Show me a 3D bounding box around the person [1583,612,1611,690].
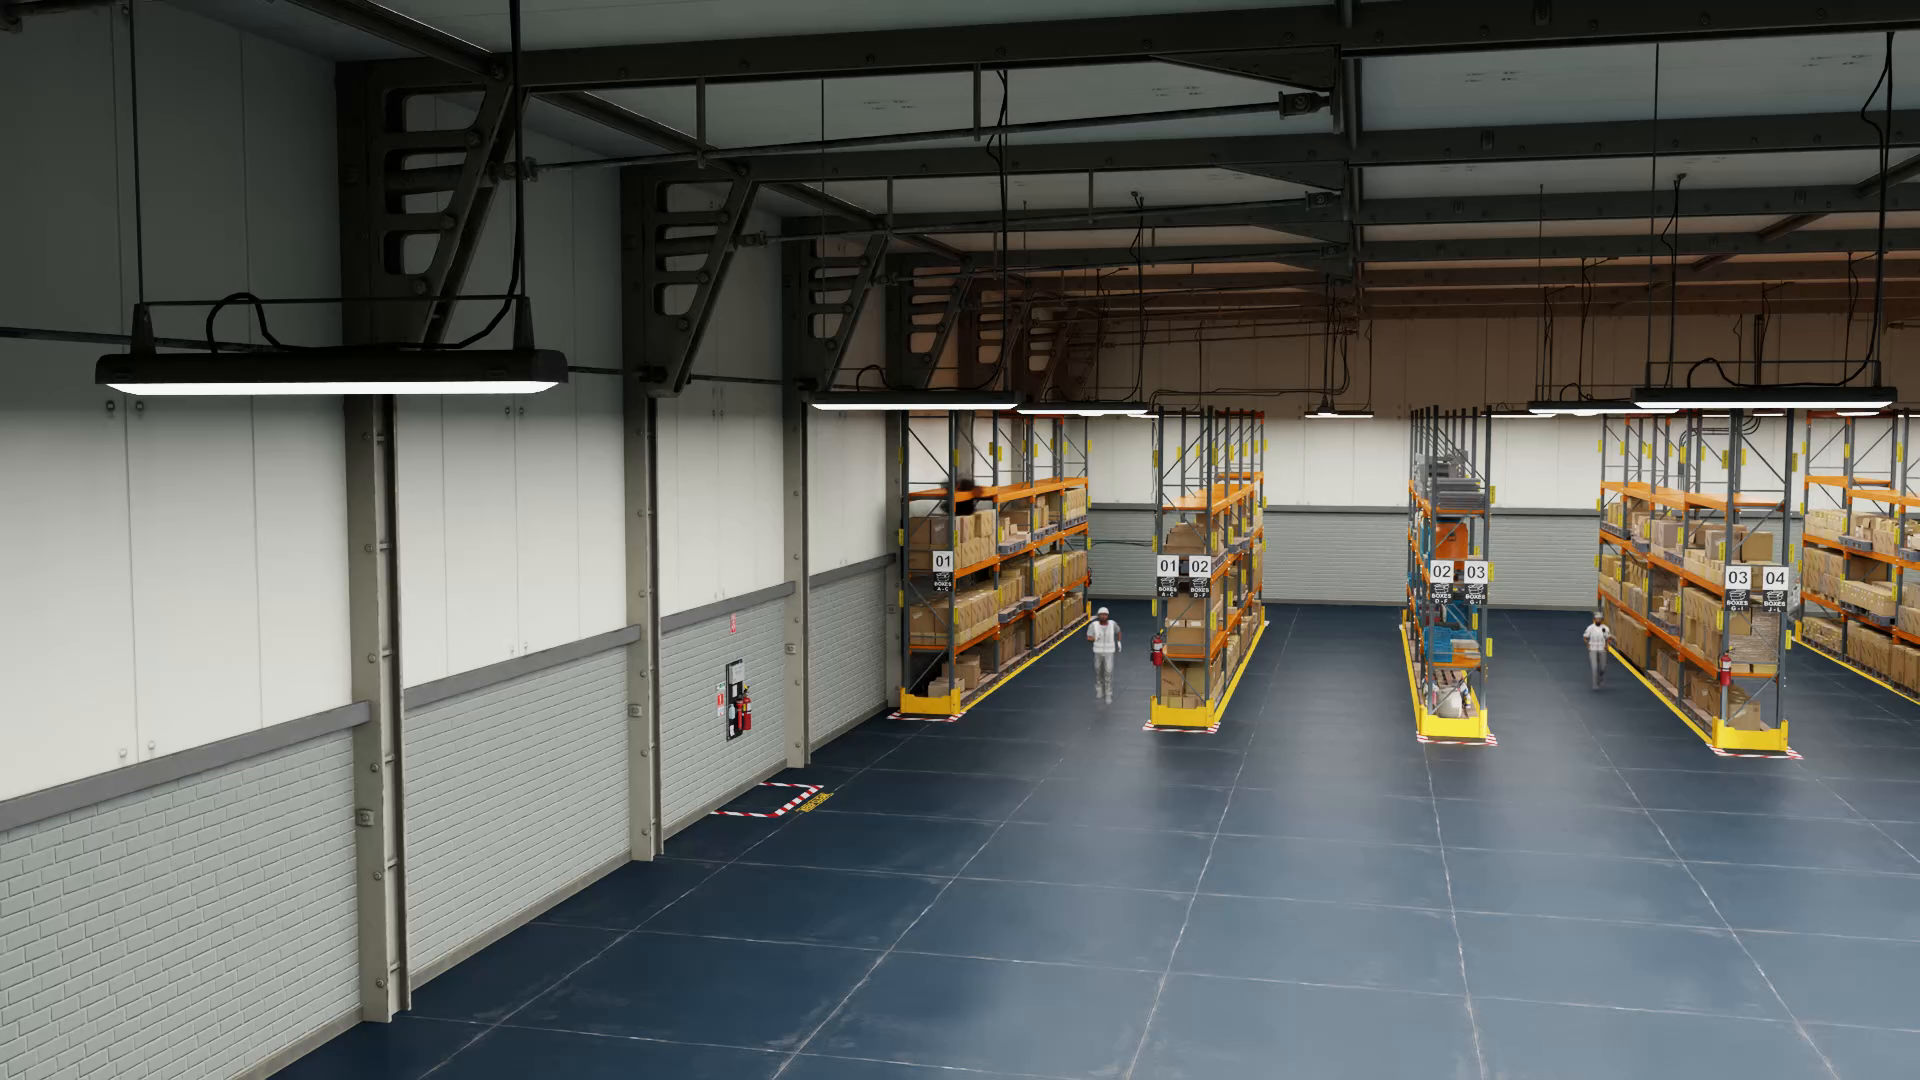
[{"bbox_3d":[13.610,2.349,35.537,0.576,1.646,0.612,1,4,17],"label":"person"}]

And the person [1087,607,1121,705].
[{"bbox_3d":[2.799,2.220,32.346,0.678,1.834,0.844,0,4,5],"label":"person"}]

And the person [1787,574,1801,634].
[{"bbox_3d":[22.338,1.714,44.416,0.537,1.651,0.691,2,5,25],"label":"person"}]
